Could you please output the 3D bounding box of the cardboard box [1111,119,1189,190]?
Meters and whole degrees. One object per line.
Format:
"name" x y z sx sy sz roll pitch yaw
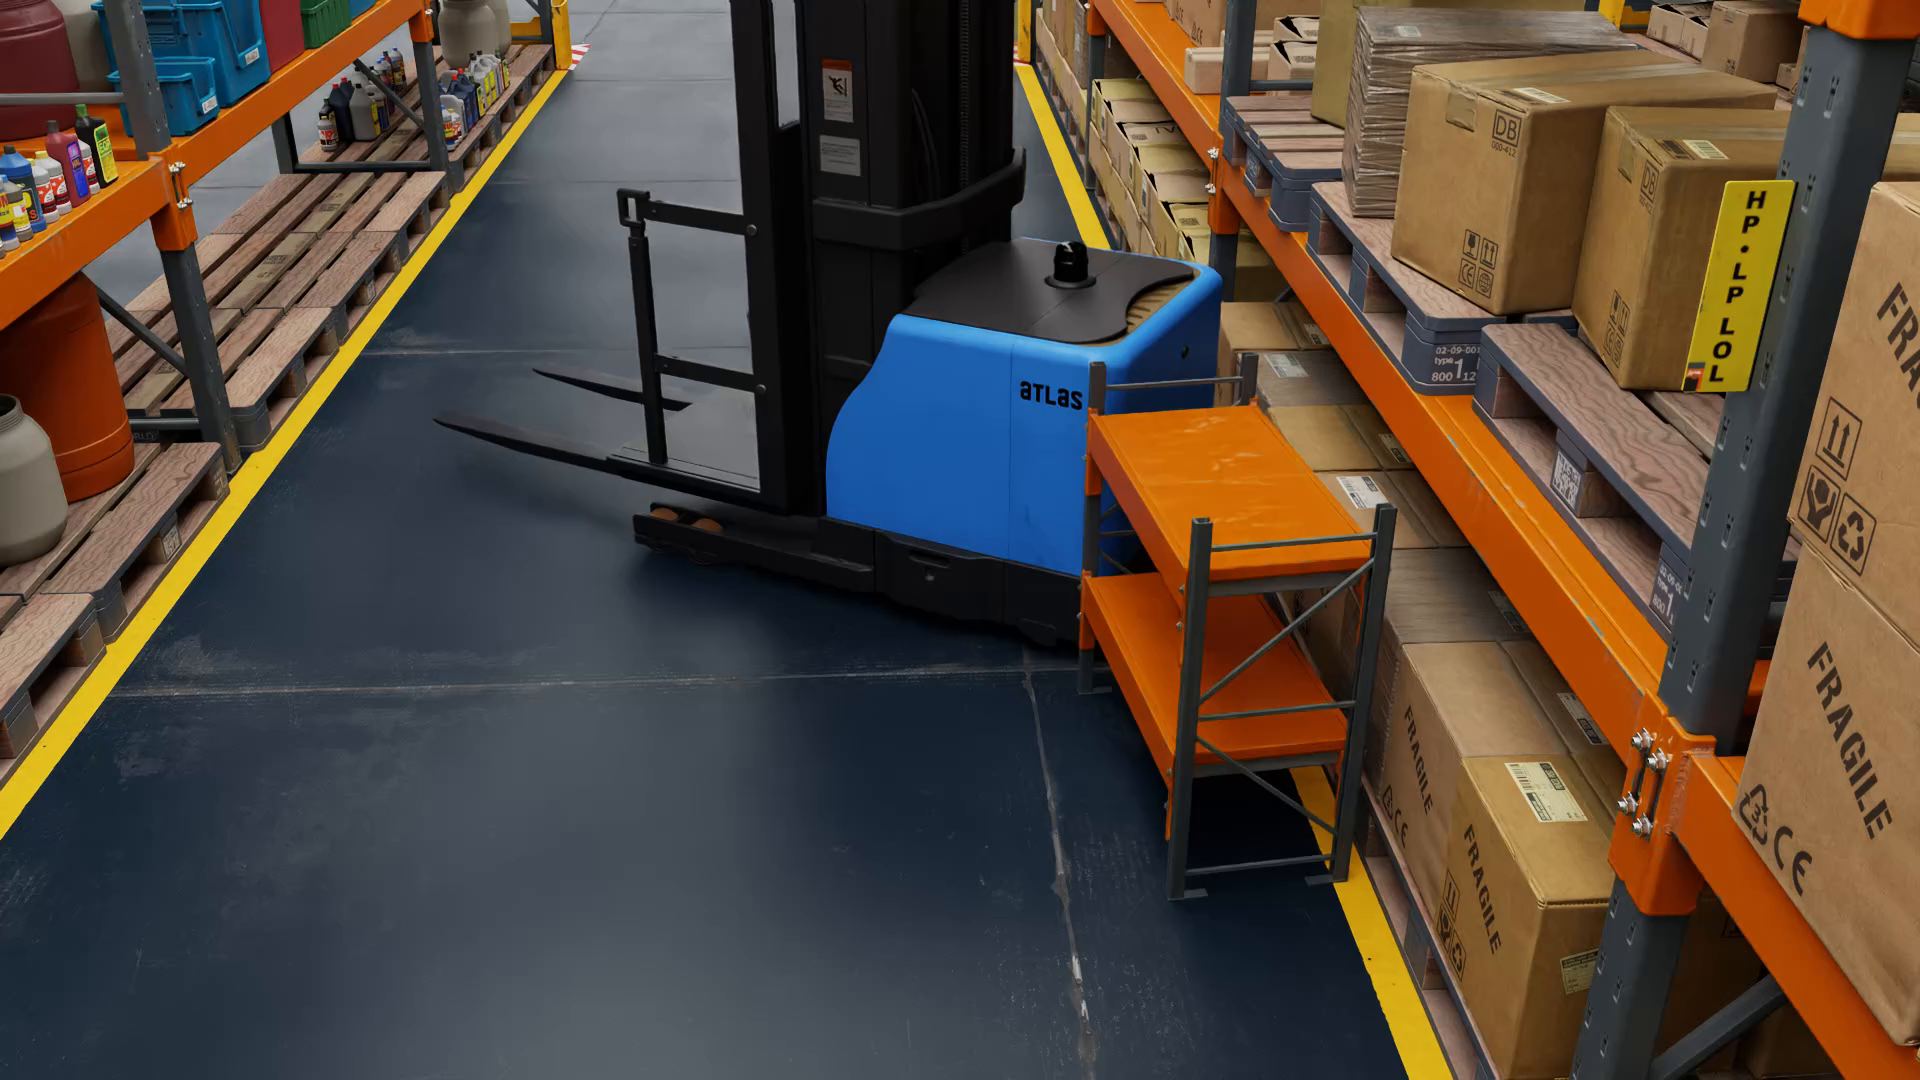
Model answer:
"cardboard box" 1.110 -2.117 8.977 0.500 0.311 0.500 -2 28 -4

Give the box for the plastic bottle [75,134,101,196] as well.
"plastic bottle" -3.015 -1.285 5.684 0.097 0.201 0.097 0 28 0

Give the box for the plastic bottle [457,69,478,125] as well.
"plastic bottle" -3.296 -2.941 11.033 0.144 0.351 0.185 -3 28 -5

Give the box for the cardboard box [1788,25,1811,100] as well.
"cardboard box" 6.141 -3.254 11.473 0.500 0.500 0.500 -3 28 -7

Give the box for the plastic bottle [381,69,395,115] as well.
"plastic bottle" -3.905 -3.047 11.310 0.061 0.283 0.133 -1 28 -3

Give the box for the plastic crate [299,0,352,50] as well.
"plastic crate" -3.286 -2.559 8.141 0.450 0.188 0.662 -1 28 -3

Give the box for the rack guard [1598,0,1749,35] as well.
"rack guard" 6.030 -4.393 14.133 1.175 0.500 0.348 -1 28 -3

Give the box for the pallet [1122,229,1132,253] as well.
"pallet" 1.432 -1.428 8.759 1.003 0.211 1.213 -1 28 -3

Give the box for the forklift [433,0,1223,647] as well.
"forklift" -0.629 -1.410 5.784 3.031 2.935 1.130 13 30 24

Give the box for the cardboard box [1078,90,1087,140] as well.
"cardboard box" 1.046 -2.744 10.787 0.500 0.250 0.500 -1 28 -3

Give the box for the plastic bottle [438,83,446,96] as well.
"plastic bottle" -3.430 -2.850 10.859 0.144 0.351 0.185 -1 28 -3

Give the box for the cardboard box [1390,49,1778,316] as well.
"cardboard box" 1.552 -0.918 4.205 0.700 0.500 0.500 -8 29 -16

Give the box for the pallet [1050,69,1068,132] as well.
"pallet" 1.222 -3.265 12.281 1.003 0.211 1.213 -1 28 -3

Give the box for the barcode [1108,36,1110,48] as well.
"barcode" 0.886 -2.953 9.856 0.001 0.075 0.075 -1 28 -3

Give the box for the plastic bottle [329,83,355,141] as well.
"plastic bottle" -3.980 -2.761 10.689 0.144 0.351 0.185 -2 28 -4

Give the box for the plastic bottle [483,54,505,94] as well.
"plastic bottle" -3.348 -3.330 11.861 0.152 0.276 0.135 -1 28 -2

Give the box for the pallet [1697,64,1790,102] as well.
"pallet" 6.098 -3.327 12.401 1.003 0.211 1.213 -1 28 -3

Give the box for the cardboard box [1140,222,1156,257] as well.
"cardboard box" 1.172 -1.395 8.201 0.500 0.250 0.500 -1 28 -1

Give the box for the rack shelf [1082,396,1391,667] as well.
"rack shelf" 0.710 -0.056 4.509 0.538 0.278 1.000 -5 28 -9

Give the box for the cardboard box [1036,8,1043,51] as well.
"cardboard box" 0.885 -4.129 13.443 0.500 0.250 0.500 -1 28 -3

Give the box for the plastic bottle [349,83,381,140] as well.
"plastic bottle" -3.836 -2.765 10.696 0.144 0.351 0.185 -1 28 -3

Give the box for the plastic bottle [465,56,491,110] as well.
"plastic bottle" -3.318 -3.137 11.410 0.144 0.351 0.185 -2 28 -3

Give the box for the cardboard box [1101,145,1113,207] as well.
"cardboard box" 1.087 -2.107 9.565 0.500 0.250 0.500 -1 28 -1

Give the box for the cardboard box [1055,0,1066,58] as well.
"cardboard box" 0.961 -3.769 11.941 0.500 0.500 0.500 -1 28 -3

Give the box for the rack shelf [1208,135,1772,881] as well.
"rack shelf" 1.602 -0.478 4.701 1.077 0.370 4.000 -1 28 -3

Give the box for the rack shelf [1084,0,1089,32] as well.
"rack shelf" 1.184 -4.173 11.785 1.077 0.370 4.000 -1 28 -3

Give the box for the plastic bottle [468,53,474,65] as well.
"plastic bottle" -3.454 -3.331 11.854 0.061 0.283 0.133 -1 28 -3

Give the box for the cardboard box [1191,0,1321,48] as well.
"cardboard box" 1.393 -2.540 7.767 0.500 0.500 0.500 -3 28 -5

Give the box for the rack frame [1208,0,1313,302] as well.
"rack frame" 1.497 -1.721 6.306 1.000 3.000 0.127 -1 28 -3

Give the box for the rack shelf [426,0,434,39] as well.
"rack shelf" -3.763 -4.055 11.559 1.077 0.370 4.000 -1 28 -3

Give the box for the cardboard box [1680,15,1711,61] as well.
"cardboard box" 6.002 -3.955 13.020 0.500 0.311 0.500 1 28 2

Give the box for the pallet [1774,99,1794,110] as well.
"pallet" 6.165 -2.762 11.318 1.003 0.211 1.213 -1 28 -3

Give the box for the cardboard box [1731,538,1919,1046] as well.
"cardboard box" 1.461 0.324 2.277 0.500 0.500 0.500 -1 28 -1

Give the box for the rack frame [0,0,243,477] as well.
"rack frame" -3.450 -1.603 6.080 1.000 3.000 0.127 -1 28 -3

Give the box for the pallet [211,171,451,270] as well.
"pallet" -3.579 -1.852 9.573 1.003 0.211 1.213 -1 28 -3

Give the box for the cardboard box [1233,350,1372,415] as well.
"cardboard box" 1.269 -0.349 5.902 0.500 0.500 0.500 -2 28 -5

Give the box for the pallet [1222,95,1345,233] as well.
"pallet" 1.603 -1.324 5.753 1.213 0.211 1.003 -1 28 -3

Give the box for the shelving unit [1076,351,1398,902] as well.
"shelving unit" 0.710 0.203 4.644 0.538 1.125 1.048 -5 28 -9

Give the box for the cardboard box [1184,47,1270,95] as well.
"cardboard box" 1.174 -2.018 7.147 0.380 0.149 0.250 -1 28 -3

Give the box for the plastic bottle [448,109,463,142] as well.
"plastic bottle" -3.248 -2.656 10.649 0.097 0.201 0.097 0 28 0

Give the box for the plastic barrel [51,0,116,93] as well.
"plastic barrel" -3.717 -2.122 6.955 0.421 0.512 0.421 0 28 0

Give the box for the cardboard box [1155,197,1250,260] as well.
"cardboard box" 1.190 -1.412 7.627 0.500 0.311 0.500 -2 28 -3

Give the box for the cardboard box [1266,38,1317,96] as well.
"cardboard box" 1.522 -1.850 6.650 0.500 0.311 0.500 0 28 1

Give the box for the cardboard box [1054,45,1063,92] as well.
"cardboard box" 0.962 -3.437 12.114 0.500 0.250 0.500 -1 28 -3

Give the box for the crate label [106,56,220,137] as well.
"crate label" -3.097 -1.732 6.509 0.303 0.233 0.416 -1 28 -3

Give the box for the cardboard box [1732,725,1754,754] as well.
"cardboard box" 1.885 0.564 4.152 0.500 0.500 0.500 -1 28 -2

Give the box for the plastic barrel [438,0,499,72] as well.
"plastic barrel" -3.730 -3.847 12.618 0.421 0.512 0.421 0 28 0

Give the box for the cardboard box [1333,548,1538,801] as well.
"cardboard box" 1.351 0.359 4.546 0.500 0.500 0.500 -1 28 -2

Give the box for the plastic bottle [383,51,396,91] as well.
"plastic bottle" -4.090 -3.338 11.868 0.061 0.283 0.133 -1 28 -2

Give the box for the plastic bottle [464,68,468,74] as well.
"plastic bottle" -3.464 -3.221 11.733 0.097 0.201 0.097 0 28 0

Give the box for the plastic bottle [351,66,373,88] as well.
"plastic bottle" -4.007 -2.999 11.145 0.144 0.351 0.185 -2 28 -3

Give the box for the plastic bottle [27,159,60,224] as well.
"plastic bottle" -2.998 -1.133 5.394 0.097 0.201 0.097 0 28 0

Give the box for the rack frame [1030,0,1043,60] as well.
"rack frame" 1.079 -5.415 13.389 1.000 3.000 0.127 -1 28 -3

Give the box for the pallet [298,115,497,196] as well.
"pallet" -3.652 -2.525 10.863 1.003 0.211 1.213 -1 28 -3
